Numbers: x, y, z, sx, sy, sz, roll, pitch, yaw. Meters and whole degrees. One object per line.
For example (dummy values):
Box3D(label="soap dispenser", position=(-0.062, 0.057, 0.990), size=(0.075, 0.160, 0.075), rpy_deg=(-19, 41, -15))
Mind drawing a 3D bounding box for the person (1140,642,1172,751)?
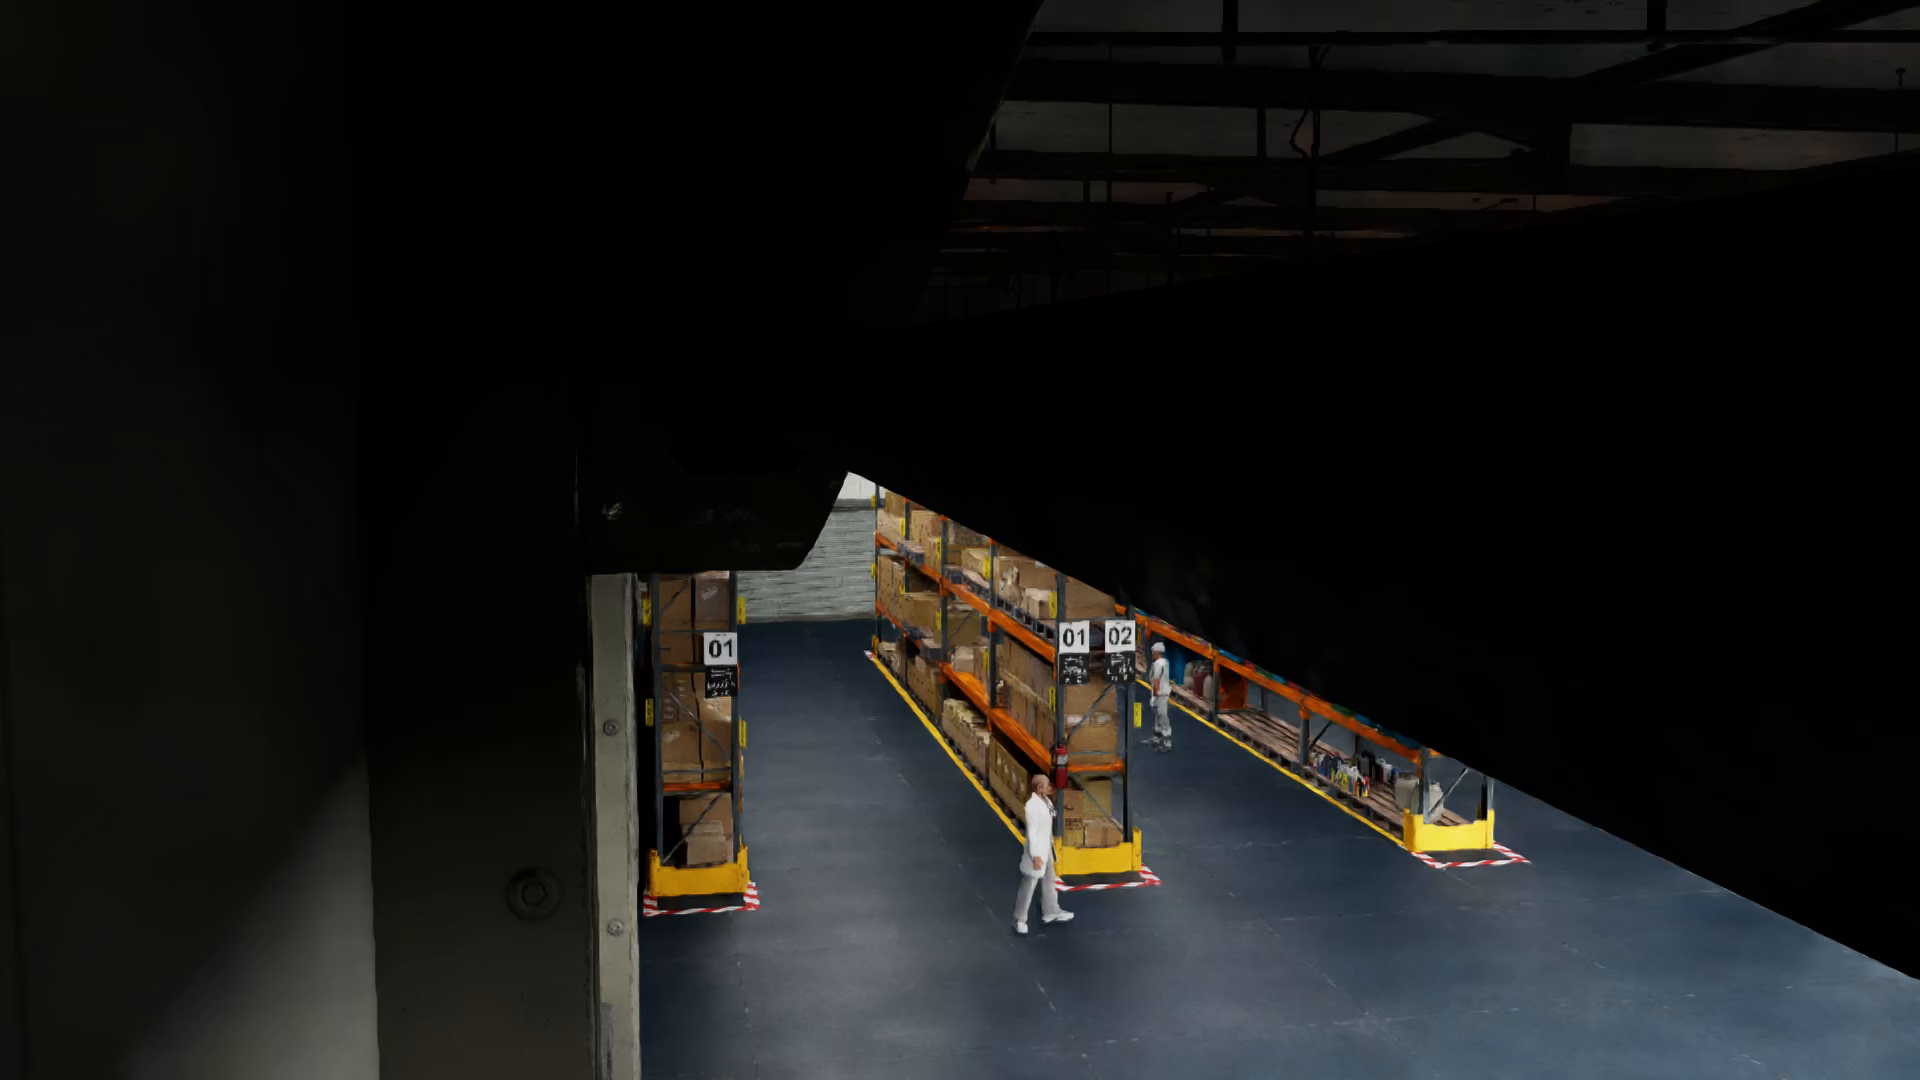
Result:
Box3D(label="person", position=(3.283, 2.584, 27.710), size=(0.577, 1.785, 0.655), rpy_deg=(2, 6, 17))

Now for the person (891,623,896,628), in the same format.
Box3D(label="person", position=(-1.385, 1.286, 40.708), size=(0.490, 1.754, 0.728), rpy_deg=(3, 7, 29))

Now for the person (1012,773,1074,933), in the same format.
Box3D(label="person", position=(0.913, 3.502, 18.807), size=(0.580, 1.770, 0.749), rpy_deg=(2, 6, 22))
